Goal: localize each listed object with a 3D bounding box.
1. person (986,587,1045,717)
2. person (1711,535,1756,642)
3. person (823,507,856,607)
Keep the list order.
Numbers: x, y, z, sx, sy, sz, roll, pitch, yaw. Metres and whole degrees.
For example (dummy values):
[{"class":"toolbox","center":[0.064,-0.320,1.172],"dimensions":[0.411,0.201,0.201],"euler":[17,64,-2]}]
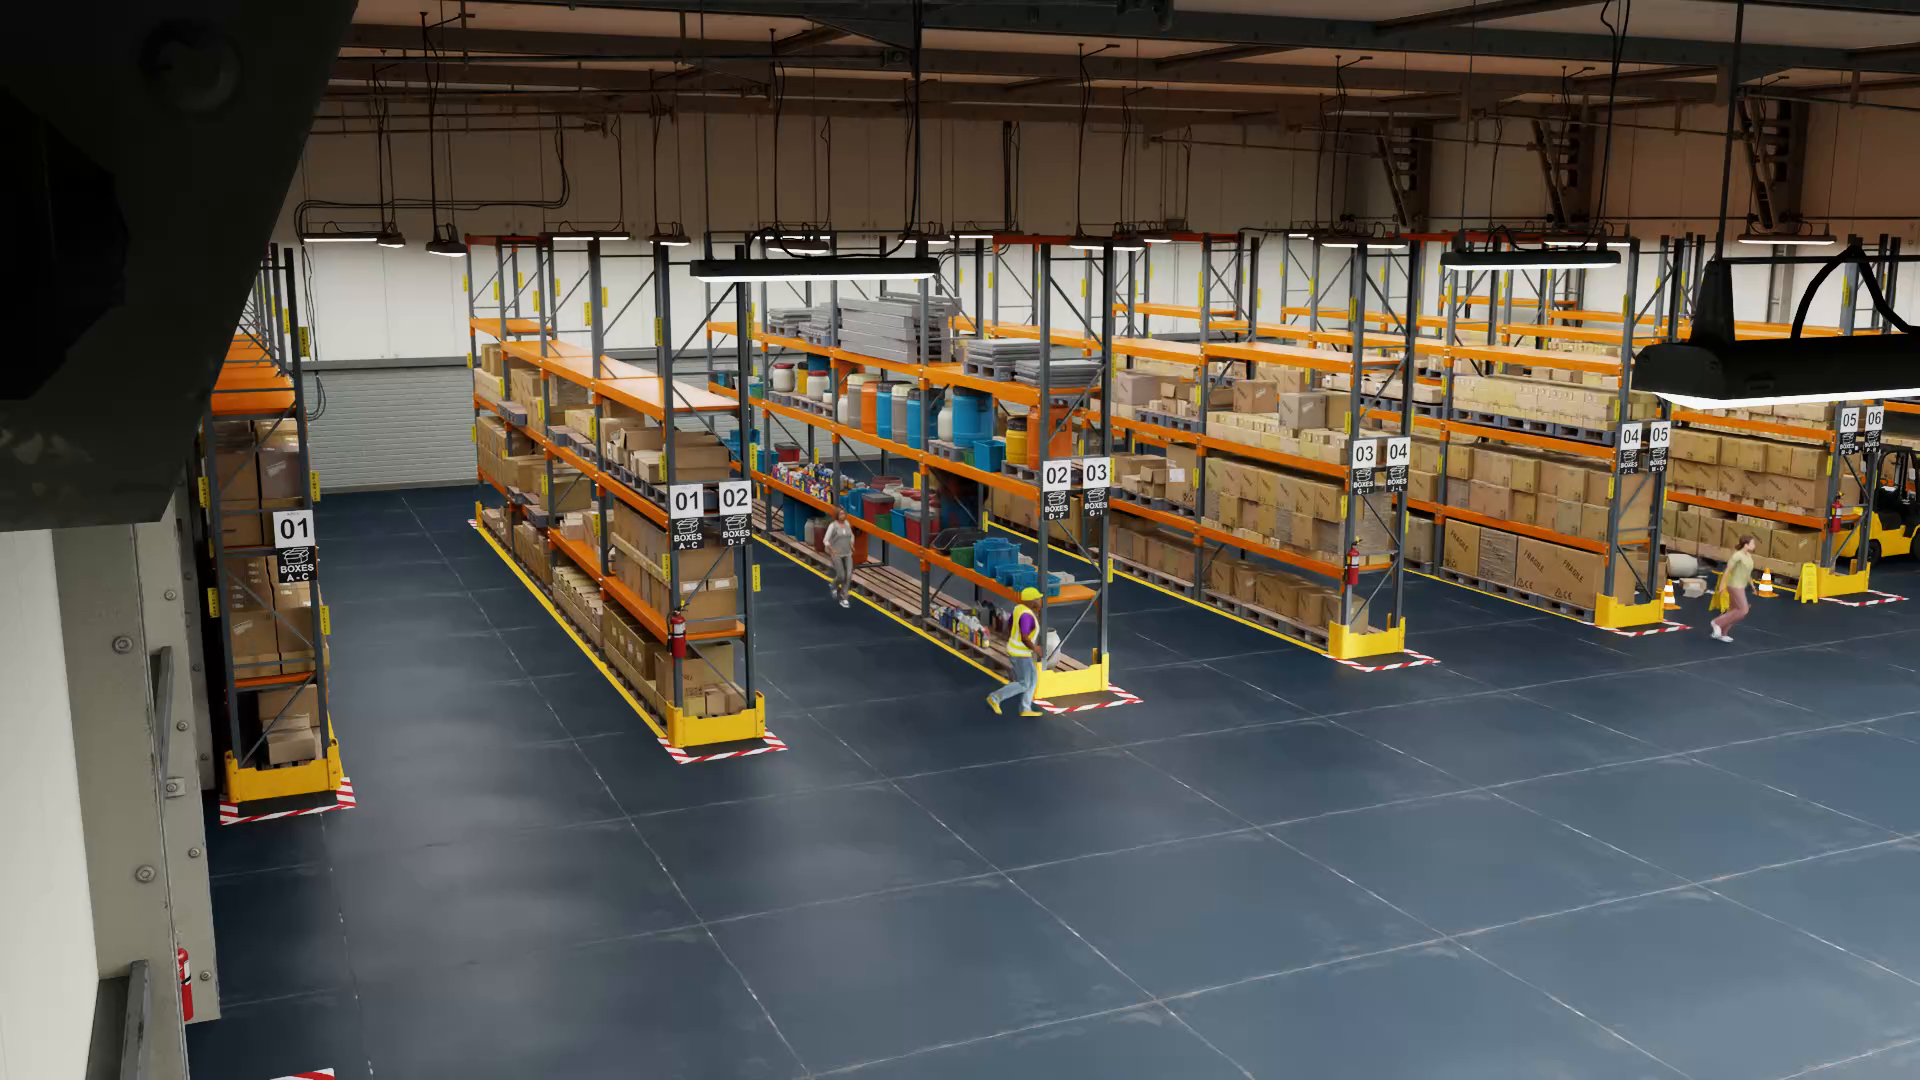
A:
[{"class":"person","center":[0.696,1.447,21.200],"dimensions":[0.746,1.712,0.703],"euler":[-1,11,-5]},{"class":"person","center":[11.697,0.724,25.114],"dimensions":[0.520,1.646,0.577],"euler":[9,14,40]},{"class":"person","center":[-1.875,0.256,26.197],"dimensions":[0.547,1.577,0.552],"euler":[-6,12,-28]}]
